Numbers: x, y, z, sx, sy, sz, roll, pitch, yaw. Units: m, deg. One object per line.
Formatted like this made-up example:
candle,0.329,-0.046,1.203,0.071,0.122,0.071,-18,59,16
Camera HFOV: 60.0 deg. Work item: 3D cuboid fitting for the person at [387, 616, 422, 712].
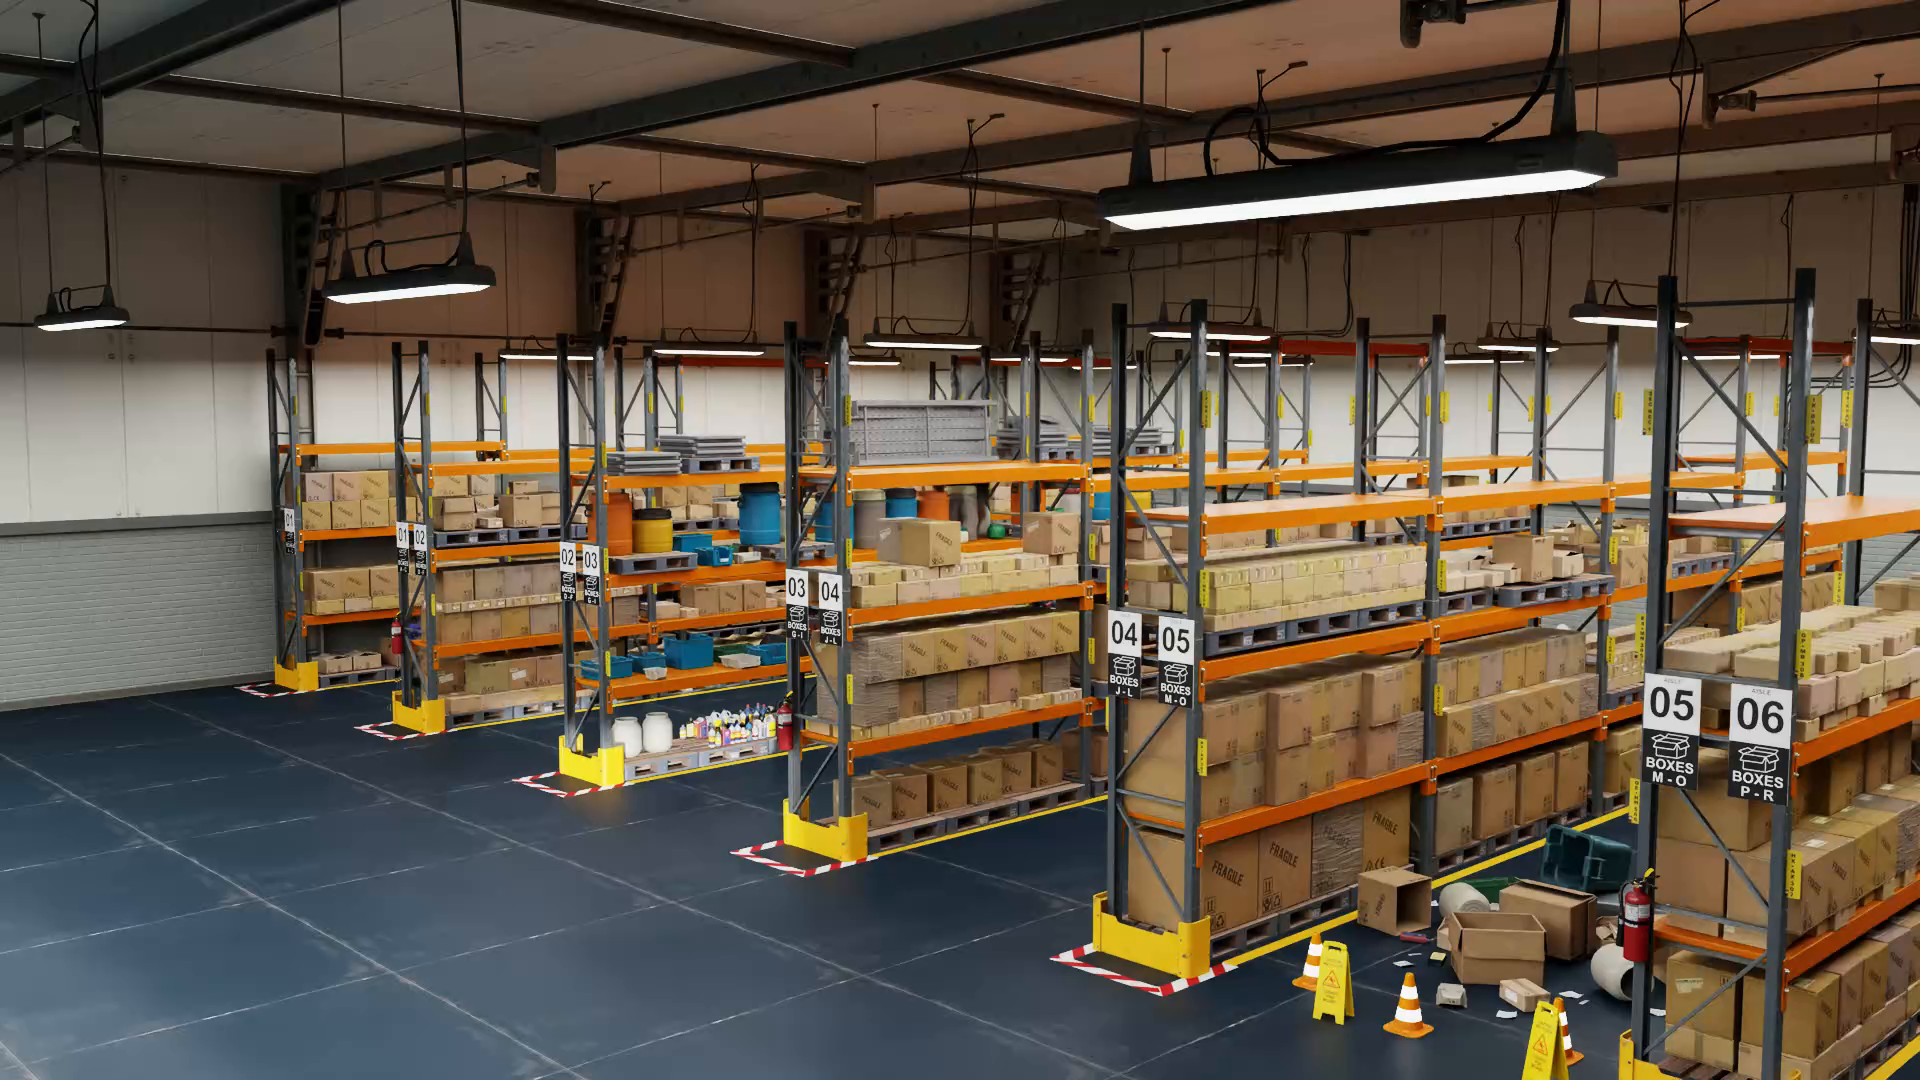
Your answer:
person,-9.138,1.960,27.622,0.589,1.664,0.918,3,6,35

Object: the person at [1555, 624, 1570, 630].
person,8.865,2.143,24.529,0.873,1.840,0.640,-5,7,-43
